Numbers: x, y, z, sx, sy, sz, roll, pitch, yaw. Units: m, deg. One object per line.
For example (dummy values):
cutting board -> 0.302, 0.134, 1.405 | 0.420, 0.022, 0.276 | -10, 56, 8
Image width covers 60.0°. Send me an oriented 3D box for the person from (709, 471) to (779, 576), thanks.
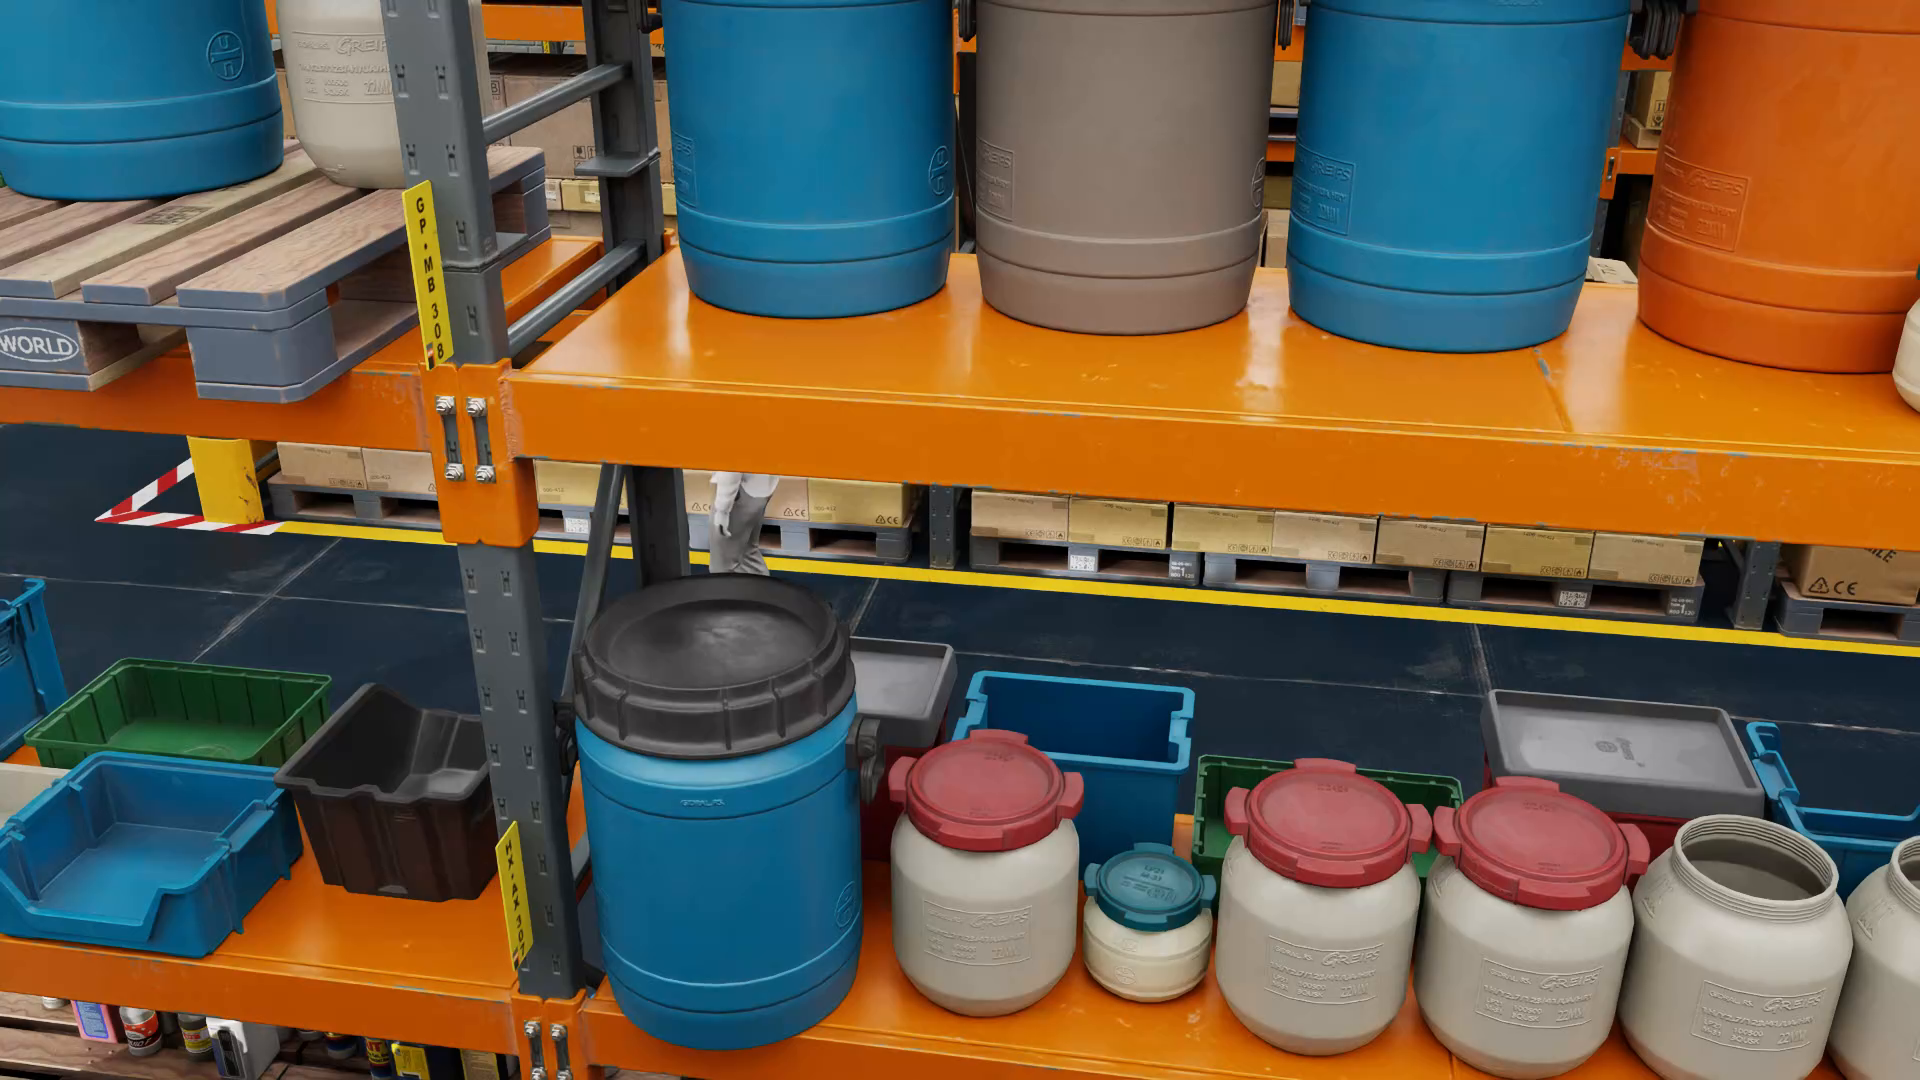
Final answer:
person -> -1.039, -0.222, 7.580 | 0.414, 1.662, 0.532 | 3, 25, 6
